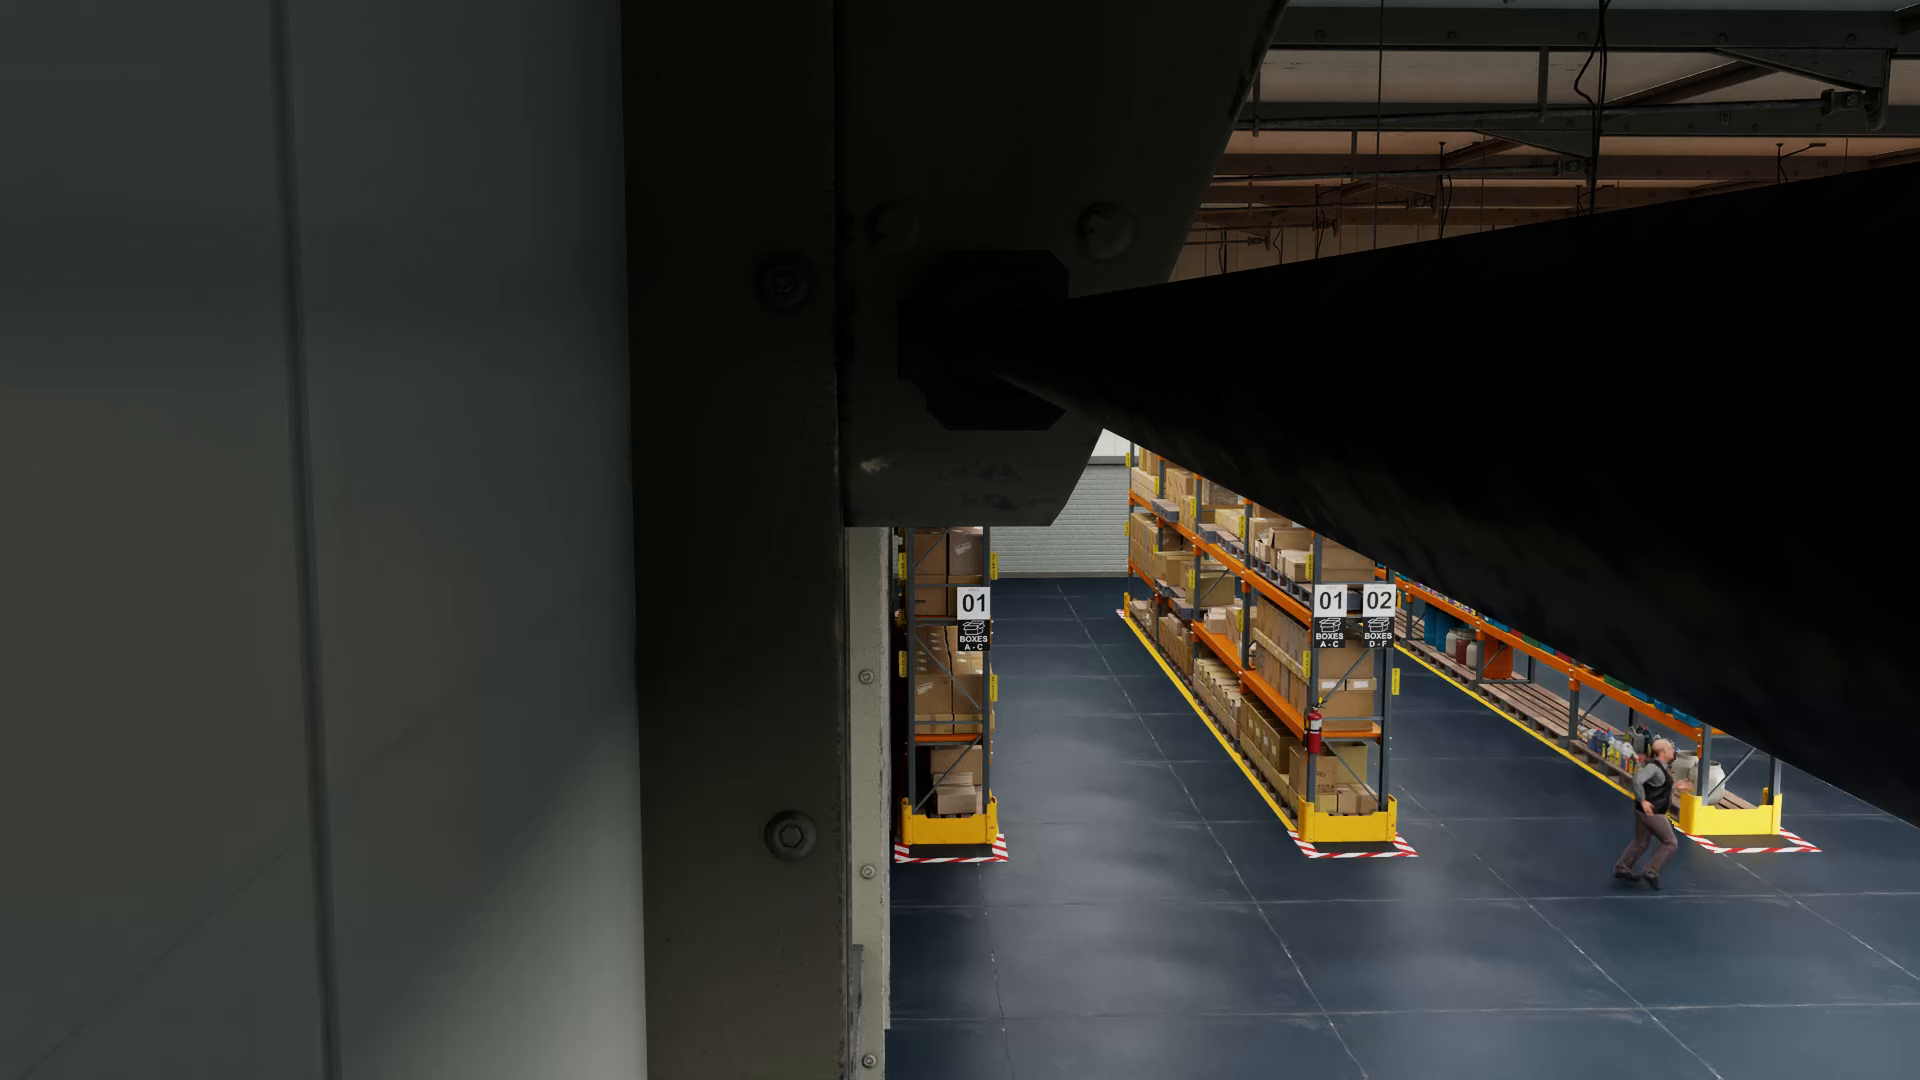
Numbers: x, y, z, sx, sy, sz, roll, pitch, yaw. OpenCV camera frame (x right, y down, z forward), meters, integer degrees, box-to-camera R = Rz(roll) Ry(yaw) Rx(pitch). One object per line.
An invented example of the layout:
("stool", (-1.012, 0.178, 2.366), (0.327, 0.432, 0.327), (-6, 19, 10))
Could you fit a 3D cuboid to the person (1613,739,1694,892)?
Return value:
("person", (7.829, 3.106, 18.753), (0.801, 1.758, 0.659), (3, 8, 21))
